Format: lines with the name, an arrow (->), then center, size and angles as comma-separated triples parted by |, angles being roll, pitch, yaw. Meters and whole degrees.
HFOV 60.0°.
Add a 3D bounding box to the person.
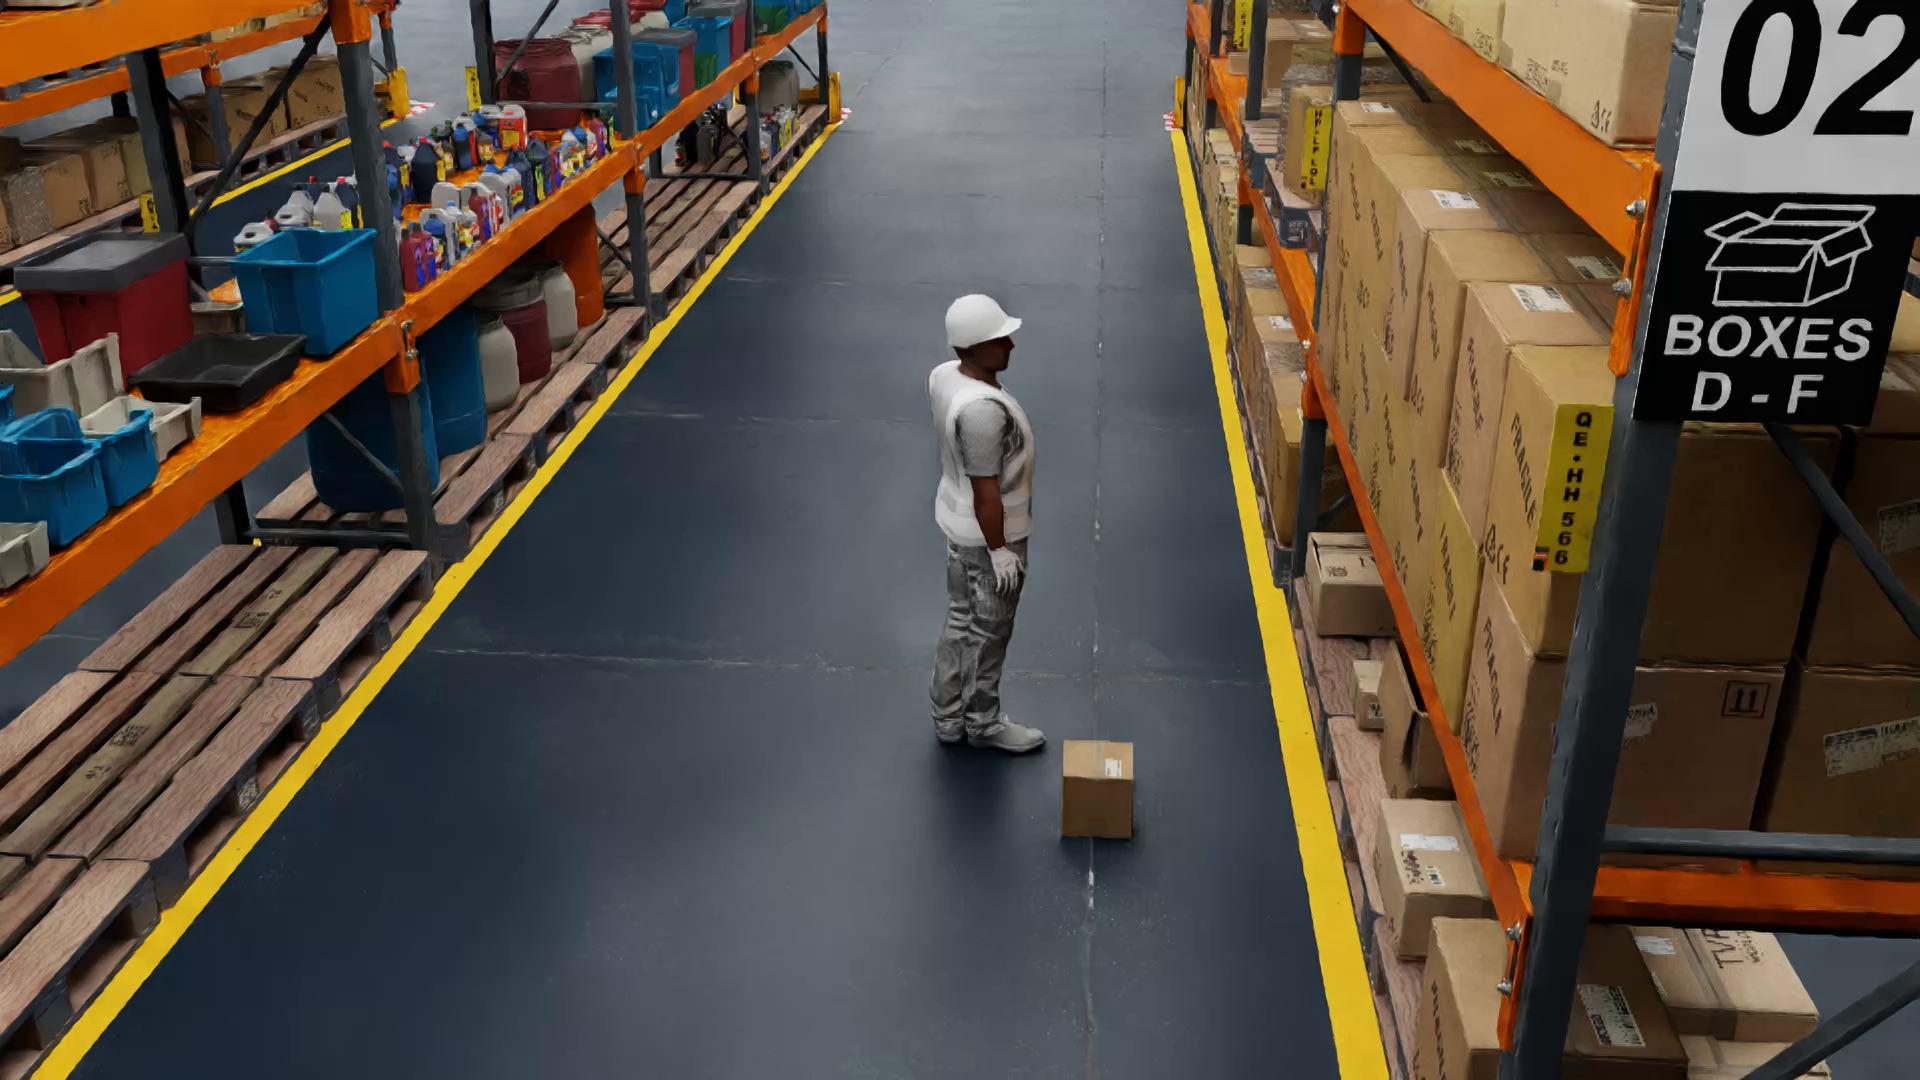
person -> 0.093, -0.052, 6.168 | 0.410, 1.788, 0.601 | -7, 25, -16
